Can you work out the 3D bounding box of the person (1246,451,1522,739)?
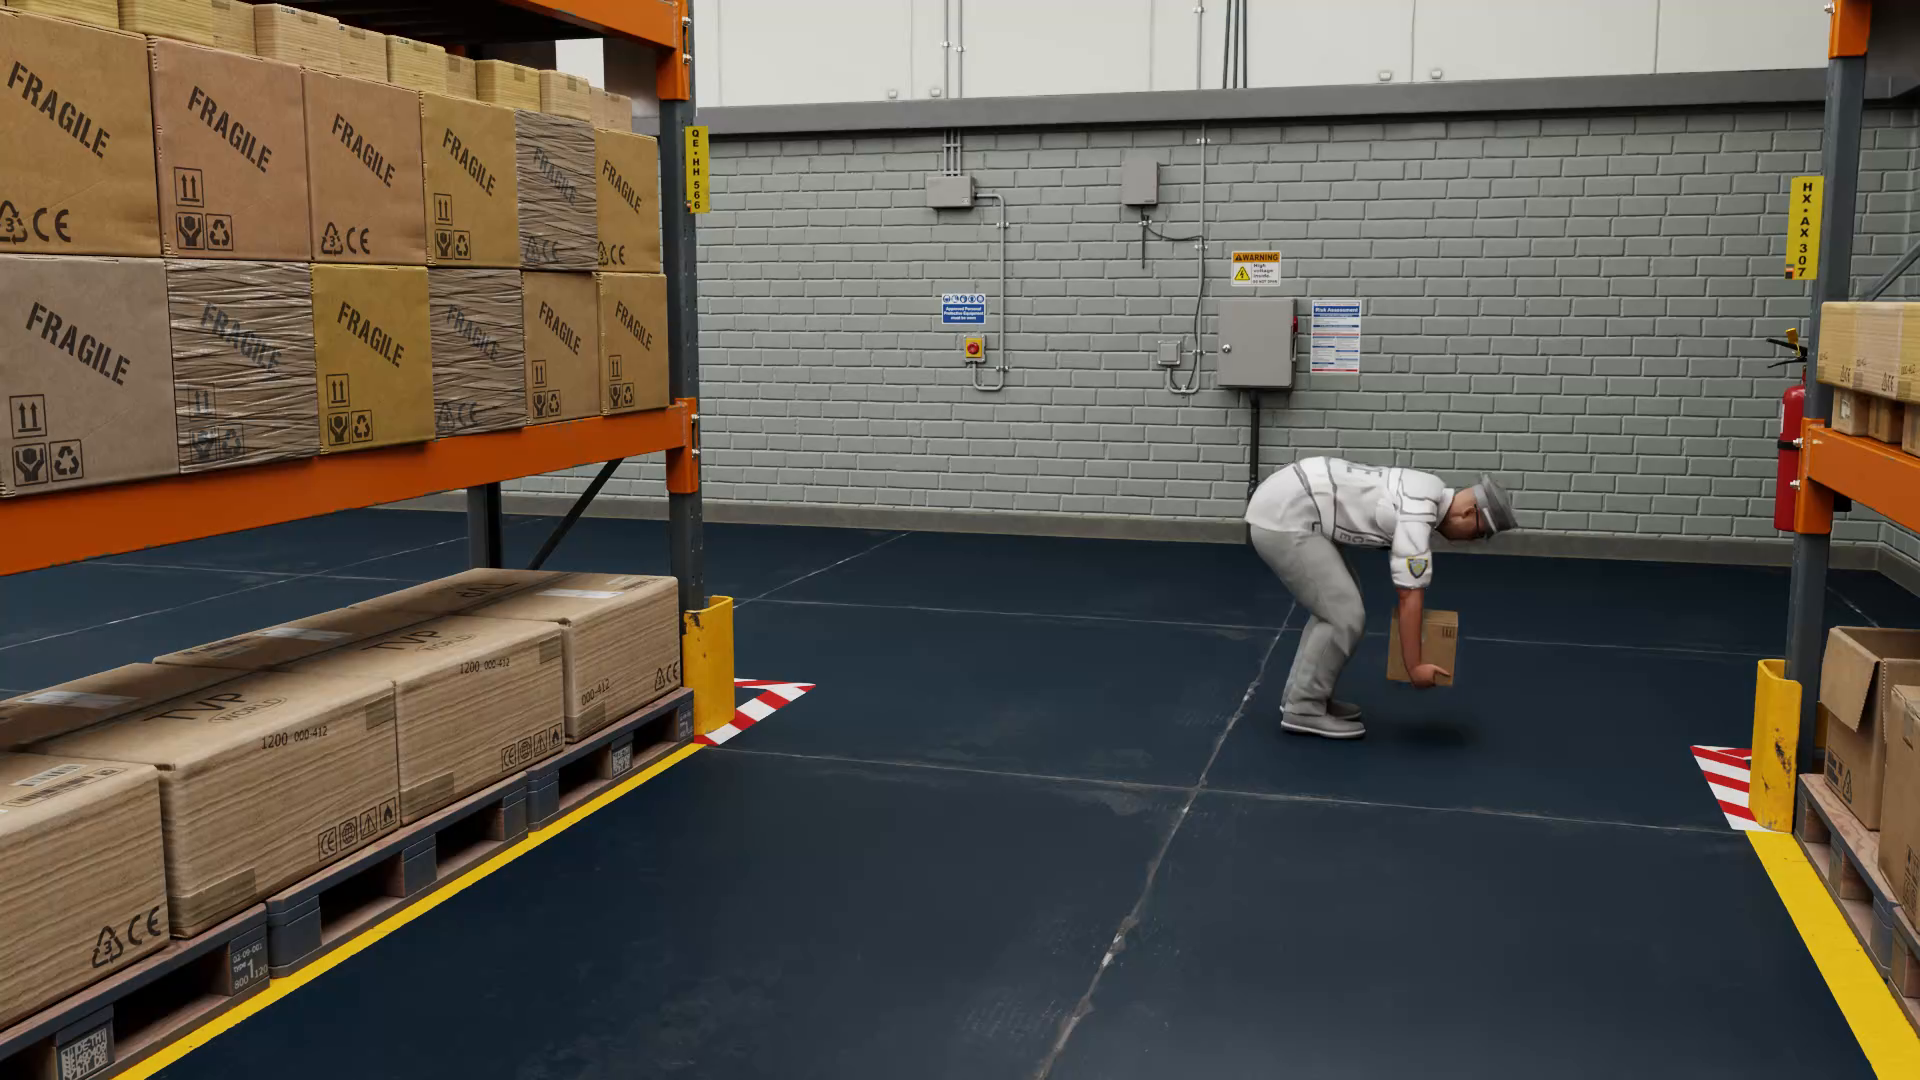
[{"bbox_3d":[1.658,0.212,6.585,1.045,1.113,0.492,2,9,14],"label":"person"}]
